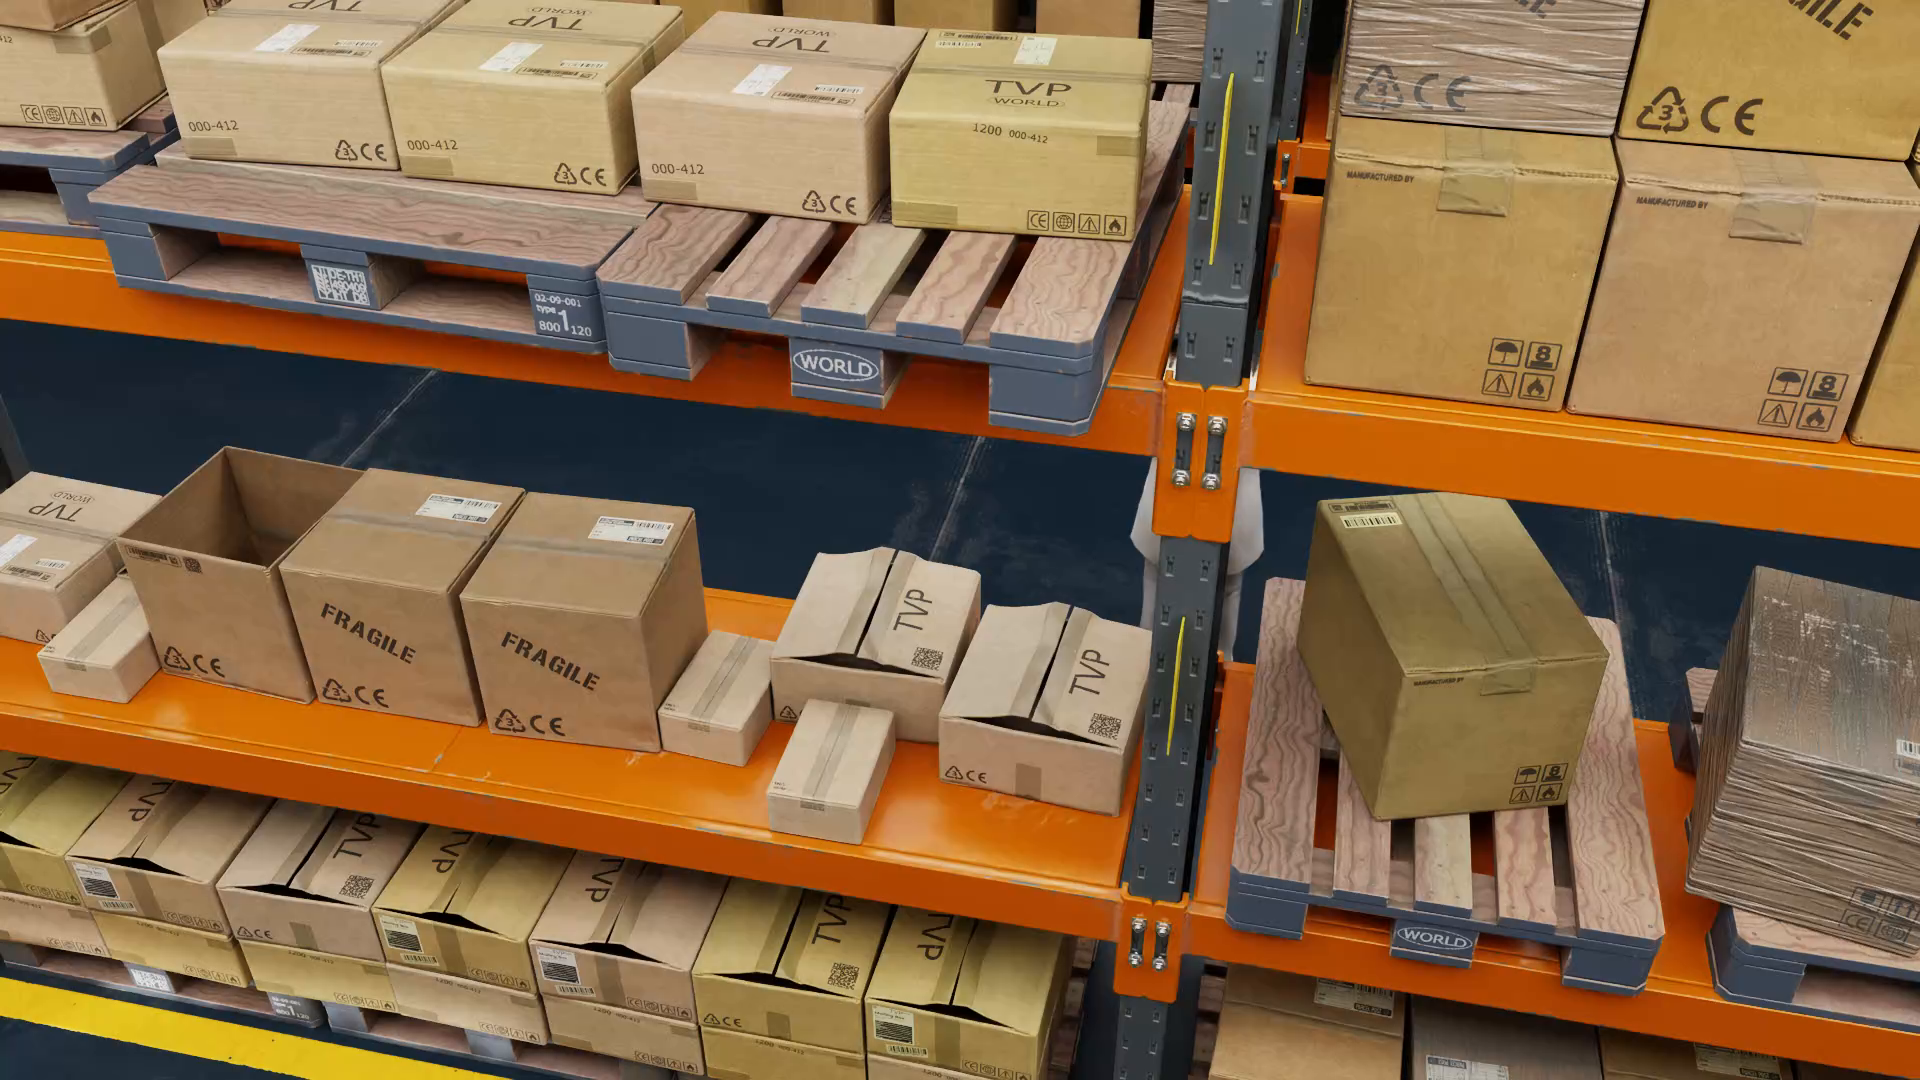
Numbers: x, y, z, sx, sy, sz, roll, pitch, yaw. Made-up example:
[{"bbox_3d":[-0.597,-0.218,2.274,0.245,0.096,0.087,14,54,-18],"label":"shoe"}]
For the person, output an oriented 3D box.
[{"bbox_3d":[0.931,-0.187,6.422,0.529,1.769,0.555,8,37,10],"label":"person"}]
